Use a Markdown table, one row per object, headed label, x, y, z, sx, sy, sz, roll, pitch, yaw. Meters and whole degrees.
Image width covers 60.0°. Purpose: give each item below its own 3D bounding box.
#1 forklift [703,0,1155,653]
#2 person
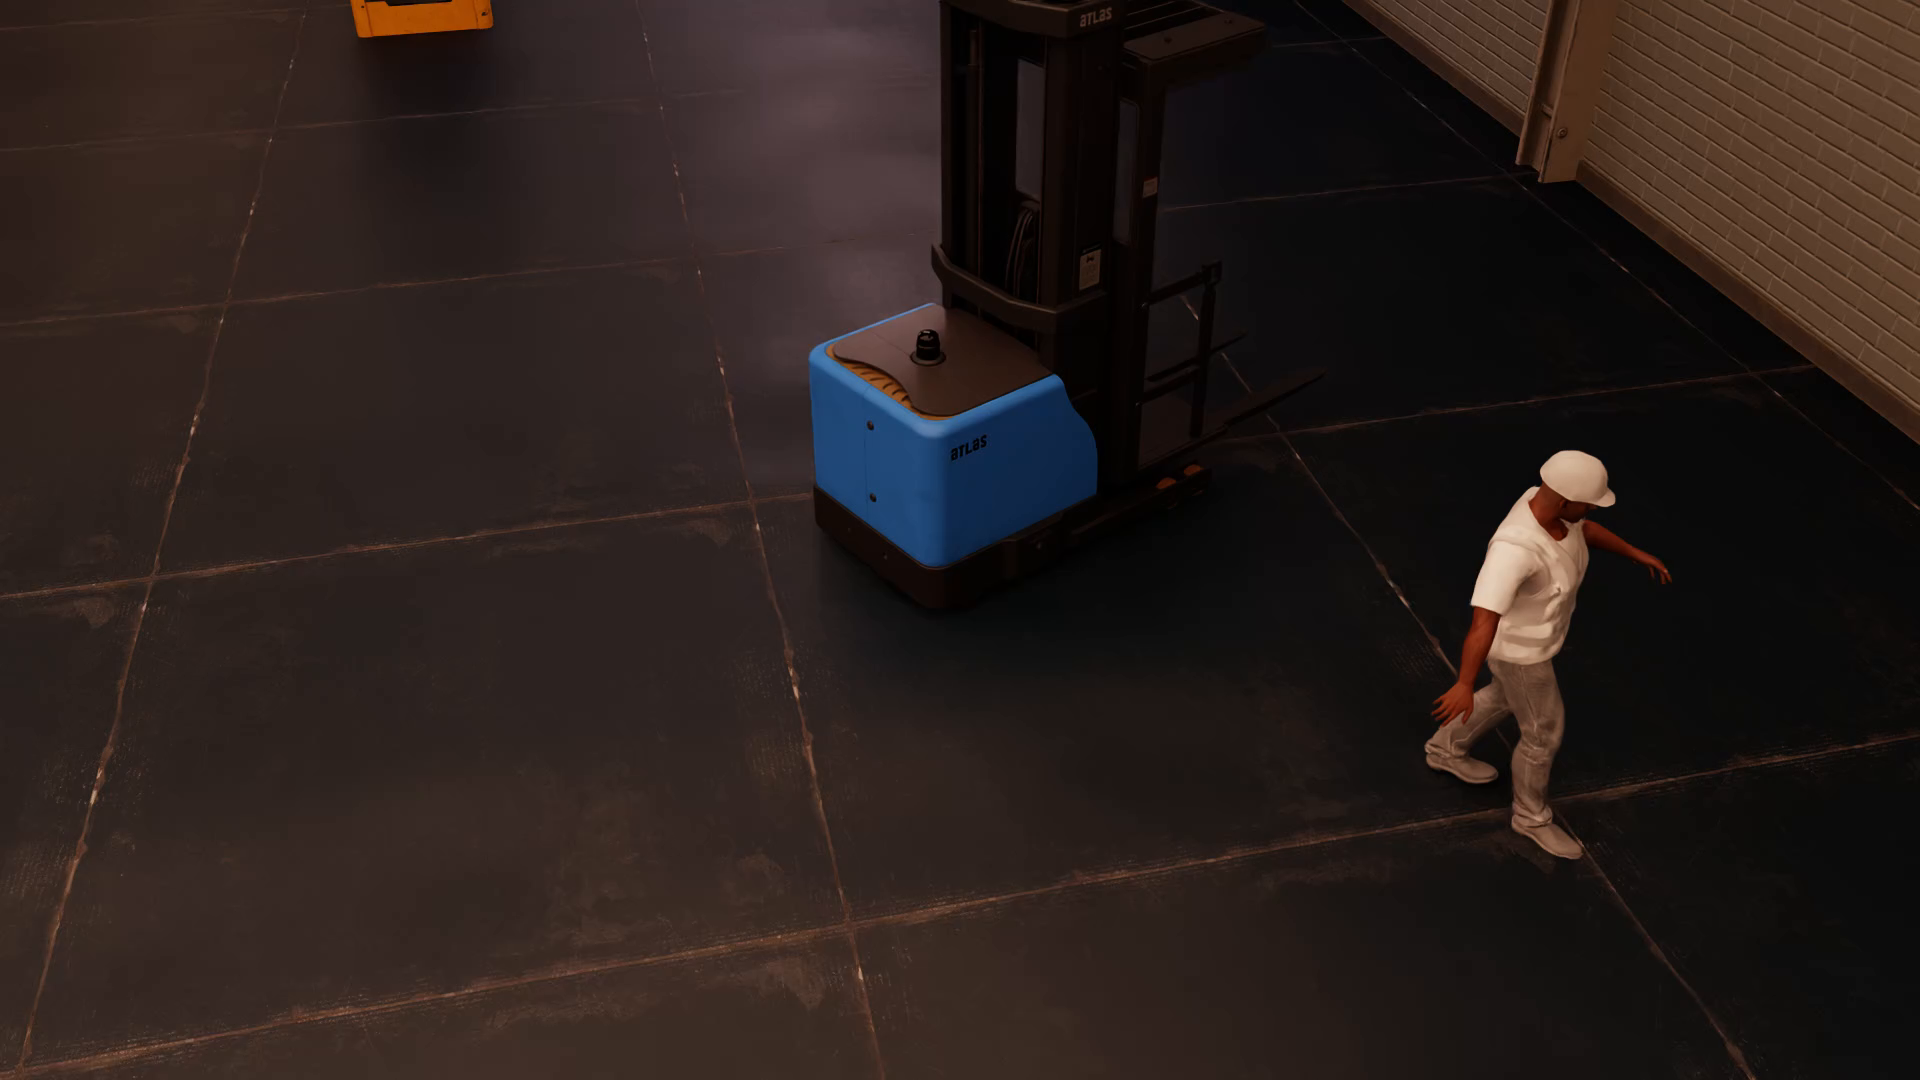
| label | x | y | z | sx | sy | sz | roll | pitch | yaw |
| --- | --- | --- | --- | --- | --- | --- | --- | --- | --- |
| forklift | -0.350 | -1.480 | 8.107 | 1.130 | 2.935 | 3.031 | -22 | 41 | -28 |
| person | 2.571 | 0.524 | 6.329 | 0.461 | 1.759 | 0.631 | 24 | 42 | 30 |
